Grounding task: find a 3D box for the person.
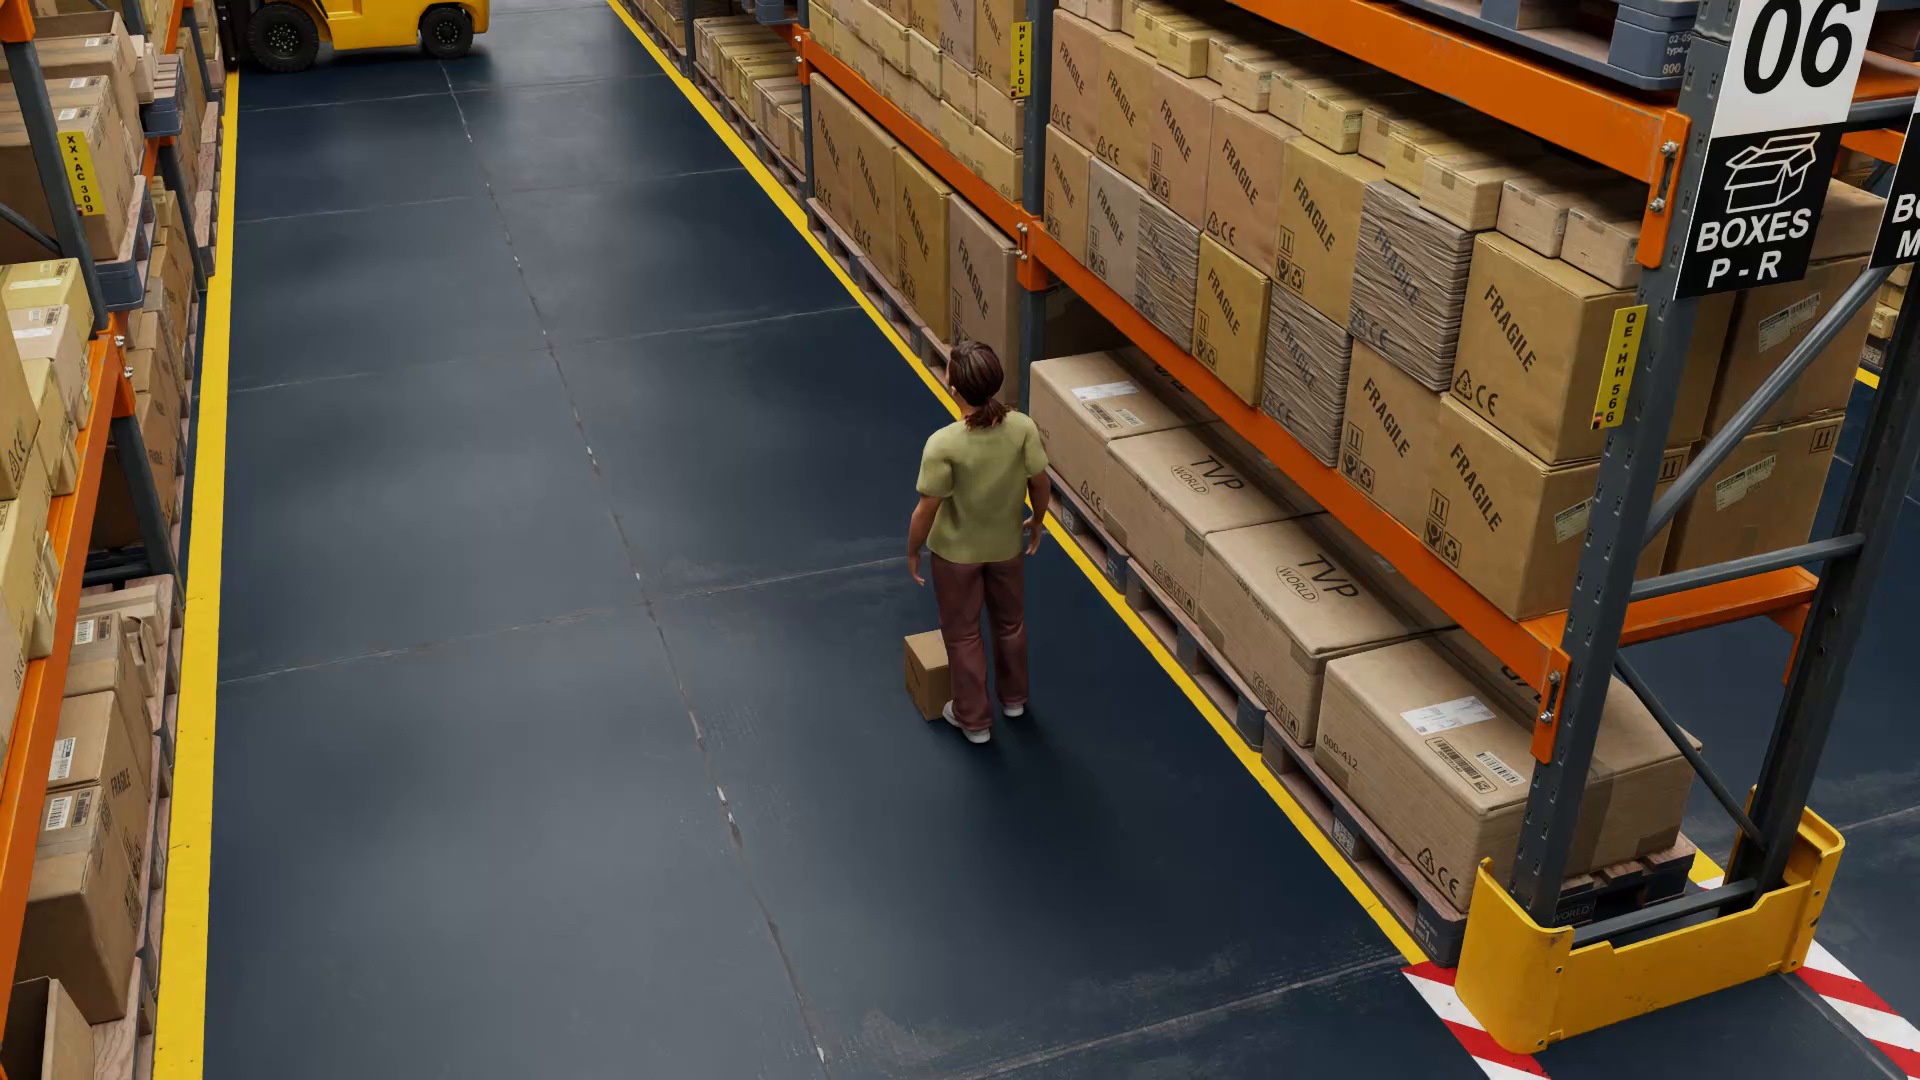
[{"bbox_3d":[0.045,0.000,6.112,0.553,1.673,0.547,-11,32,-18],"label":"person"}]
